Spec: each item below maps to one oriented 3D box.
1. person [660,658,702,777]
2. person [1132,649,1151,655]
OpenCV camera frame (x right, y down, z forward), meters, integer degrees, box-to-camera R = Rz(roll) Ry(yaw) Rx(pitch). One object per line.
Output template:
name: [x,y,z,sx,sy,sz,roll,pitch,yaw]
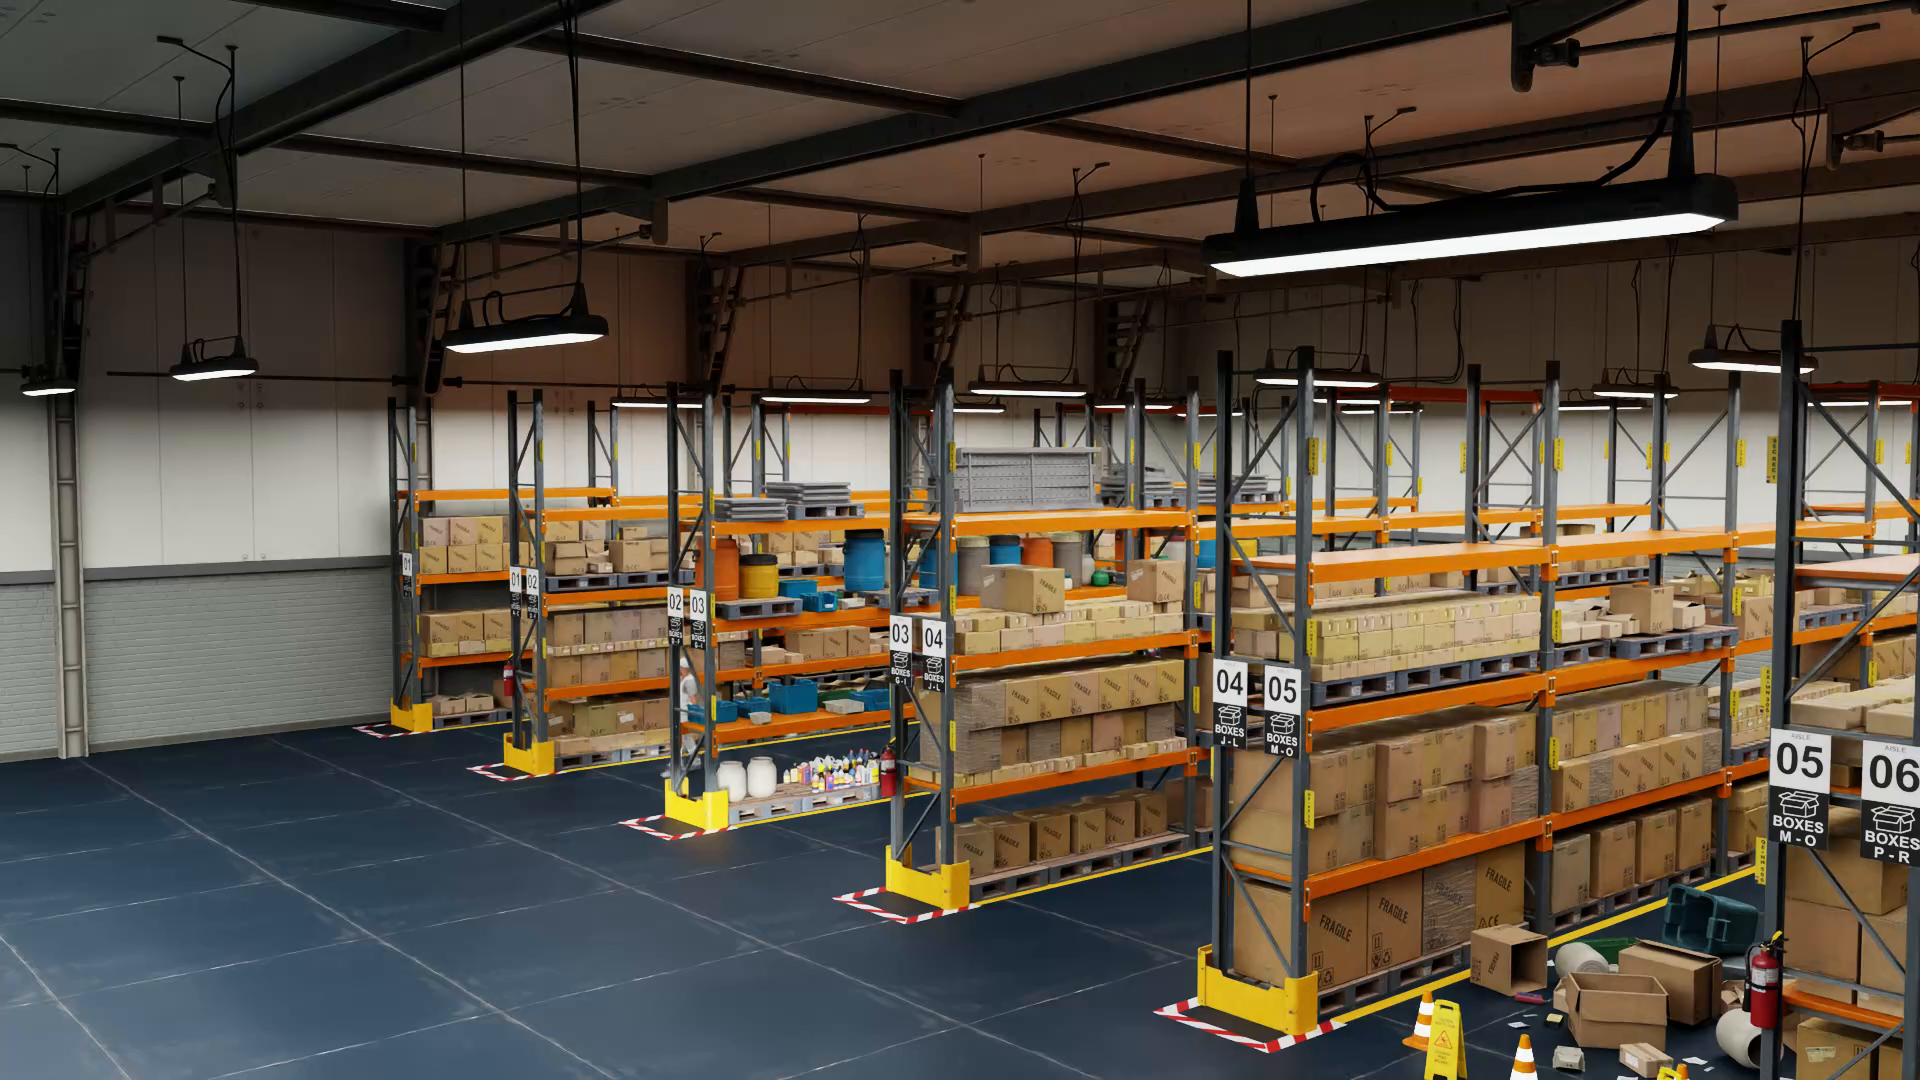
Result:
person: [-4.390,2.755,26.039,0.673,1.798,0.607,-1,3,-14]
person: [3.416,2.559,32.034,0.650,1.492,0.752,-2,4,-33]
